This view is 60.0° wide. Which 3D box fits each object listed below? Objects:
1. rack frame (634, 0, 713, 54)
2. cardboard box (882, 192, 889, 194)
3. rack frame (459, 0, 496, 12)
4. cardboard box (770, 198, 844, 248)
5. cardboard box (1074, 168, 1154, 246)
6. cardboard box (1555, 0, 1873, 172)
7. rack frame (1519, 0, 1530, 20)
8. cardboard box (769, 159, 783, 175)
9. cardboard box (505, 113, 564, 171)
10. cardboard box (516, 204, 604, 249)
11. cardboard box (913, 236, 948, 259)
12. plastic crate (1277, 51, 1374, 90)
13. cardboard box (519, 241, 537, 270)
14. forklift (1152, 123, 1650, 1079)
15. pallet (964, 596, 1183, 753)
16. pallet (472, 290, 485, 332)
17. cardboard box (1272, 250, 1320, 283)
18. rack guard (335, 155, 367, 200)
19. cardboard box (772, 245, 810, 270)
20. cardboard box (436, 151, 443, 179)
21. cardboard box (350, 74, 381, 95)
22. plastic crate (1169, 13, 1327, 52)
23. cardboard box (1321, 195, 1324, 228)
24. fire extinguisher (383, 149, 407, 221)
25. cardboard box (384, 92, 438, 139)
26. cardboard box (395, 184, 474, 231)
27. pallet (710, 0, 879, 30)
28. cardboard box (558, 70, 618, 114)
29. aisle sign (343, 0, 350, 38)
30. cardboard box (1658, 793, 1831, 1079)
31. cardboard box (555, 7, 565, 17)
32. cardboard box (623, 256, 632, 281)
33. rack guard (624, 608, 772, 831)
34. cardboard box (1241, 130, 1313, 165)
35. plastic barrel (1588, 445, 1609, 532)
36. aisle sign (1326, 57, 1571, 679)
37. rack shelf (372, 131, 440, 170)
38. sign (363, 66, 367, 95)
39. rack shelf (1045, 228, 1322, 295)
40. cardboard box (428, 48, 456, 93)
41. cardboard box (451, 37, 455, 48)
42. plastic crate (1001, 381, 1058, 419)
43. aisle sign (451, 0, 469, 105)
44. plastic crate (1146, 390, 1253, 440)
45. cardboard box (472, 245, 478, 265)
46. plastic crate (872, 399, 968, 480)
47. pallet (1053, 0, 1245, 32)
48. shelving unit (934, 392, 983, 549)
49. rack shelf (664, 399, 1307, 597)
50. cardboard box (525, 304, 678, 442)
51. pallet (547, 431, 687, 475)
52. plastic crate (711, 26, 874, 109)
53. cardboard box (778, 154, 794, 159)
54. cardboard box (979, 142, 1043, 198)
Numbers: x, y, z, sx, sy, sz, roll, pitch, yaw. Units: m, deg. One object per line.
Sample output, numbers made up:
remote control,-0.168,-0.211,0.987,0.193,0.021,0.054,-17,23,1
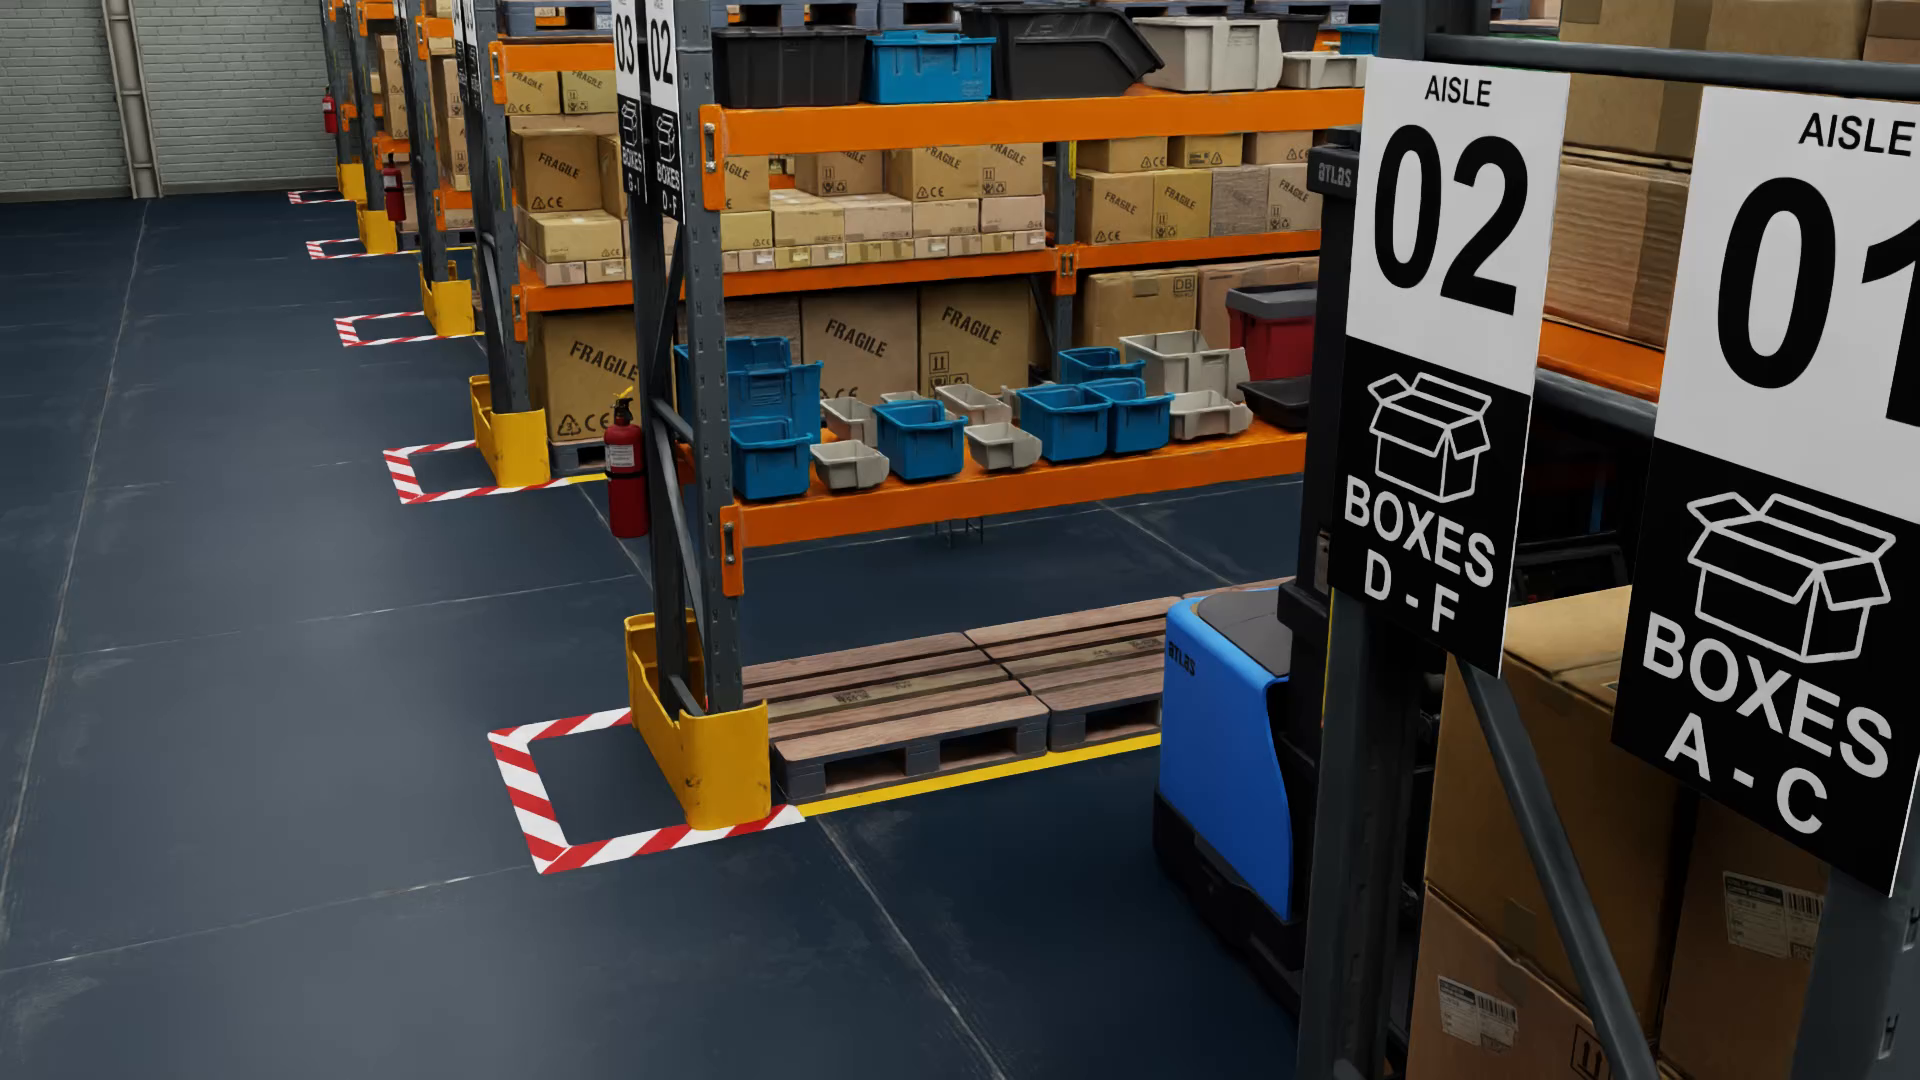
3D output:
rack frame,-1.126,-3.274,5.771,0.127,3.000,1.000,-8,21,-22
cardboard box,-0.409,-2.504,12.396,0.500,0.250,0.500,-8,21,-22
rack frame,-3.088,-4.784,10.060,0.127,3.000,1.000,-8,21,-22
cardboard box,-1.126,-2.211,11.562,0.500,0.250,0.500,-9,21,-23
cardboard box,1.107,-2.512,12.490,0.500,0.500,0.500,-8,21,-22
cardboard box,1.204,-0.658,2.332,0.500,0.250,0.500,-8,21,-22
rack frame,4.258,-3.007,14.046,0.127,3.000,1.000,-8,21,-22
cardboard box,-1.919,-3.695,16.378,0.250,0.149,0.380,-7,21,-20
cardboard box,-3.957,-3.721,15.475,0.500,0.500,0.500,-8,21,-22
cardboard box,-2.748,-2.169,11.443,0.500,0.250,0.500,-9,21,-23
cardboard box,-0.273,-2.121,11.907,0.250,0.149,0.380,-8,21,-21
plastic crate,1.530,-1.977,7.002,0.466,0.136,0.293,-8,21,-22
cardboard box,-2.891,-1.983,11.517,0.250,0.149,0.380,-8,21,-21
forklift,1.707,0.262,4.865,1.130,2.935,3.031,-7,20,-18
pallet,0.765,0.615,7.957,1.213,0.211,1.003,-8,21,-22
pallet,-4.130,-2.271,16.155,1.213,0.211,1.003,-8,21,-22
cardboard box,2.795,-2.003,13.762,0.875,0.875,1.225,-8,21,-22
rack guard,-8.913,-5.321,24.381,0.348,0.500,1.175,-8,21,-22
cardboard box,-1.219,-1.985,11.521,0.250,0.149,0.380,-9,21,-23
cardboard box,-7.583,-5.661,24.715,0.500,0.500,0.700,-7,21,-20
cardboard box,-8.459,-6.537,23.849,0.500,0.250,0.500,-8,21,-22
plastic crate,1.298,-2.244,7.558,0.590,0.269,0.497,-8,21,-22
cardboard box,2.967,-2.781,13.252,0.500,0.500,0.500,-9,21,-24
fire extinguisher,-5.374,-3.376,15.771,0.183,0.674,0.296,-8,21,-22
cardboard box,-6.459,-4.999,19.554,0.500,0.500,0.500,-8,21,-22
cardboard box,-6.447,-4.083,20.329,0.875,0.438,0.875,-9,21,-24
pallet,-1.289,-3.590,11.319,1.213,0.211,1.003,-8,21,-22
cardboard box,-3.495,-4.248,15.465,0.500,0.500,0.500,-9,21,-23
aisle sign,-7.202,-6.288,19.449,0.004,0.787,0.394,-8,21,-22
cardboard box,1.345,0.570,2.230,0.500,0.500,0.500,-7,21,-20
cardboard box,-3.493,-4.945,15.260,0.500,0.250,0.500,-9,21,-24
cardboard box,-2.161,-1.850,11.138,0.250,0.149,0.380,-9,21,-23
rack guard,-1.143,0.742,7.162,0.348,0.500,1.175,-8,21,-22
cardboard box,2.368,-3.261,13.106,0.637,0.503,0.797,-7,21,-20
plastic barrel,3.053,-0.245,8.729,0.708,0.901,0.600,-8,21,-22
aisle sign,0.649,-0.244,2.284,0.004,0.787,0.394,-8,21,-22
rack shelf,-5.177,-4.900,20.506,4.000,0.370,1.077,-8,21,-22
sign,-6.799,-5.252,19.000,0.005,0.325,0.100,-8,21,-22
rack shelf,2.422,-2.405,13.418,4.000,0.370,1.077,-8,21,-22
cardboard box,-5.988,-5.542,19.589,0.500,0.500,0.500,-9,21,-23
cardboard box,-5.846,-5.859,19.513,0.250,0.149,0.380,-9,21,-24
plastic crate,0.334,-0.633,7.610,0.250,0.136,0.298,-8,21,-22
aisle sign,-3.273,-3.263,10.858,0.004,0.787,0.394,-8,21,-22
plastic crate,1.067,-0.554,7.384,0.466,0.136,0.293,-8,21,-22
cardboard box,-4.574,-2.761,16.112,0.250,0.149,0.380,-8,21,-21
plastic crate,-0.164,-0.412,6.838,0.300,0.233,0.416,-8,21,-22
pallet,1.407,-3.941,12.470,1.217,0.209,0.805,-9,21,-24
shelving unit,-0.007,-0.423,9.870,0.210,0.900,0.258,-8,21,-22
rack shelf,0.711,-0.368,7.634,4.000,0.370,1.077,-8,21,-22
cardboard box,-2.532,-1.259,11.648,0.875,0.875,0.875,-8,21,-22
pallet,-2.384,-0.768,11.886,1.213,0.211,1.003,-8,21,-22
plastic crate,-0.662,-1.763,6.193,0.590,0.269,0.497,-8,21,-22
cardboard box,-1.619,-4.044,16.393,0.500,0.500,0.500,-8,21,-22
cardboard box,0.269,-2.762,11.999,0.500,0.500,0.500,-8,21,-20
